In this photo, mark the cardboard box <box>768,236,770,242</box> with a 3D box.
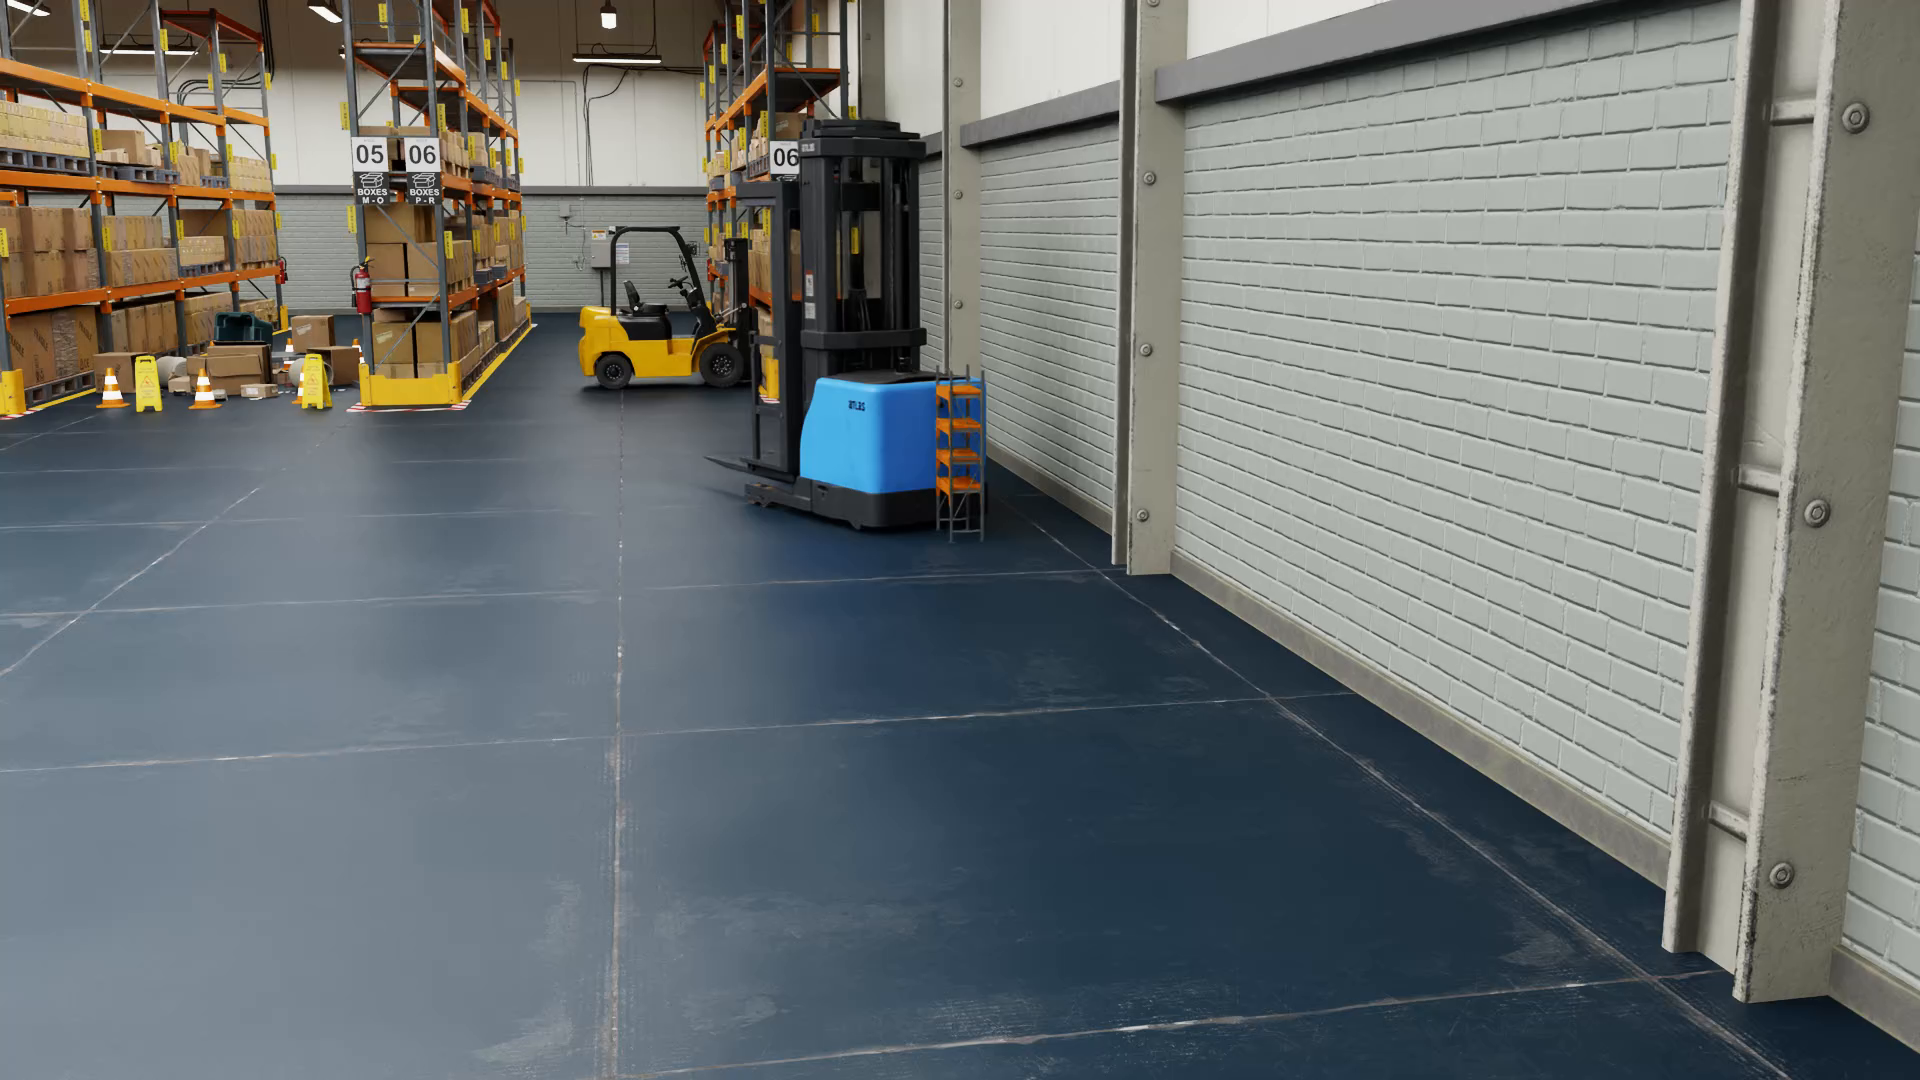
[{"bbox_3d":[-2.332,-3.997,21.875,0.380,0.149,0.250,-2,11,-10],"label":"cardboard box"}]

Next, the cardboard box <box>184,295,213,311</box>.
[{"bbox_3d":[-13.239,-4.087,28.705,0.500,0.250,0.500,-2,11,-11],"label":"cardboard box"}]

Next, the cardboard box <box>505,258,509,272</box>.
[{"bbox_3d":[-8.669,-5.113,30.939,0.500,0.250,0.500,-2,11,-12],"label":"cardboard box"}]

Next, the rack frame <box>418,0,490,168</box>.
[{"bbox_3d":[-8.324,-7.567,27.385,1.000,3.000,0.127,-2,11,-11],"label":"rack frame"}]

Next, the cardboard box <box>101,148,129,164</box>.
[{"bbox_3d":[-12.538,-5.701,24.575,0.396,0.266,0.258,-2,11,-11],"label":"cardboard box"}]

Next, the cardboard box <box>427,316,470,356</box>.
[{"bbox_3d":[-6.854,-2.727,22.225,0.500,0.500,0.500,-2,11,-10],"label":"cardboard box"}]

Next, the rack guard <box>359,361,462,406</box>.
[{"bbox_3d":[-6.783,-1.938,20.544,1.175,0.500,0.348,-2,11,-11],"label":"rack guard"}]

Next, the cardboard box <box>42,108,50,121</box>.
[{"bbox_3d":[-11.702,-5.351,20.913,0.380,0.149,0.250,-2,11,-10],"label":"cardboard box"}]

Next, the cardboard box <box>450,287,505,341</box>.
[{"bbox_3d":[-8.377,-3.912,28.786,0.875,0.875,0.875,-2,11,-12],"label":"cardboard box"}]

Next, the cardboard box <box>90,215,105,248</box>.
[{"bbox_3d":[-12.484,-4.319,23.423,0.700,0.500,0.500,-2,11,-12],"label":"cardboard box"}]

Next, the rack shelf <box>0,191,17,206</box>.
[{"bbox_3d":[-19.211,-6.480,31.621,1.077,0.370,4.000,-2,11,-11],"label":"rack shelf"}]

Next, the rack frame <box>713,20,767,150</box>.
[{"bbox_3d":[-4.234,-8.482,32.191,1.000,3.000,0.127,-2,11,-11],"label":"rack frame"}]

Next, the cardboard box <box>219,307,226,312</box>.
[{"bbox_3d":[-13.447,-3.912,29.792,0.500,0.500,0.500,-2,11,-12],"label":"cardboard box"}]

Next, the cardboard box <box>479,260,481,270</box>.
[{"bbox_3d":[-7.383,-4.128,24.911,0.380,0.149,0.250,-2,11,-10],"label":"cardboard box"}]

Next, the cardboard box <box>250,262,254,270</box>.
[{"bbox_3d":[-13.975,-5.335,32.376,0.380,0.149,0.250,-2,11,-8],"label":"cardboard box"}]

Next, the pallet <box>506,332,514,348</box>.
[{"bbox_3d":[-8.637,-3.620,30.154,1.003,0.211,1.213,-2,11,-11],"label":"pallet"}]

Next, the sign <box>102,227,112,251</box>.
[{"bbox_3d":[-11.837,-4.172,23.067,0.100,0.325,0.005,-2,11,-11],"label":"sign"}]

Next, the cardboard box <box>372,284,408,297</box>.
[{"bbox_3d":[-7.050,-3.090,20.580,0.380,0.149,0.250,-2,11,-9],"label":"cardboard box"}]

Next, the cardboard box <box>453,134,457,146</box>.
[{"bbox_3d":[-6.875,-5.297,22.020,0.380,0.149,0.250,-2,11,-10],"label":"cardboard box"}]

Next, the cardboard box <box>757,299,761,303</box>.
[{"bbox_3d":[-3.555,-4.440,30.829,0.380,0.149,0.250,-2,11,-11],"label":"cardboard box"}]

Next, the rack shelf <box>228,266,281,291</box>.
[{"bbox_3d":[-14.327,-5.168,32.751,1.077,0.370,4.000,-2,11,-11],"label":"rack shelf"}]

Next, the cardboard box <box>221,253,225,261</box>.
[{"bbox_3d":[-13.666,-5.172,30.396,0.380,0.149,0.250,-2,11,-12],"label":"cardboard box"}]

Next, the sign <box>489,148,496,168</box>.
[{"bbox_3d":[-7.791,-6.367,27.718,0.100,0.325,0.005,-2,11,-11],"label":"sign"}]

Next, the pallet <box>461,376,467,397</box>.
[{"bbox_3d":[-6.906,-1.947,21.360,1.003,0.211,1.213,-2,11,-11],"label":"pallet"}]

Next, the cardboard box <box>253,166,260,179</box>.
[{"bbox_3d":[-14.179,-7.271,32.916,0.500,0.250,0.500,-2,11,-10],"label":"cardboard box"}]

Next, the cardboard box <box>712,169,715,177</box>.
[{"bbox_3d":[-4.549,-7.022,31.827,0.380,0.149,0.250,-2,11,-10],"label":"cardboard box"}]

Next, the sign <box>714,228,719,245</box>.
[{"bbox_3d":[-4.764,-5.939,32.560,0.100,0.325,0.005,-2,11,-11],"label":"sign"}]

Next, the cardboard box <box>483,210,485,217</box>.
[{"bbox_3d":[-9.457,-6.356,32.389,0.380,0.149,0.250,-2,11,-11],"label":"cardboard box"}]

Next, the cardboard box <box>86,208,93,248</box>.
[{"bbox_3d":[-12.344,-4.223,22.571,0.875,0.550,0.550,-2,11,-11],"label":"cardboard box"}]

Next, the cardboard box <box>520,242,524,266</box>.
[{"bbox_3d":[-9.526,-6.057,35.231,0.500,0.500,0.500,-2,11,-11],"label":"cardboard box"}]

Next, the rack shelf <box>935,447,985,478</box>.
[{"bbox_3d":[-0.002,-0.546,11.718,0.258,0.148,0.480,-2,11,-11],"label":"rack shelf"}]

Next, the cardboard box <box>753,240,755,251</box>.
[{"bbox_3d":[-2.768,-4.225,23.869,0.380,0.149,0.250,-2,11,-10],"label":"cardboard box"}]

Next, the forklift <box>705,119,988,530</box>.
[{"bbox_3d":[-1.048,-1.739,12.996,1.130,2.935,3.031,-7,13,-34],"label":"forklift"}]

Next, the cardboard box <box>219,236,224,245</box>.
[{"bbox_3d":[-13.668,-5.463,30.336,0.380,0.149,0.250,-2,11,-8],"label":"cardboard box"}]

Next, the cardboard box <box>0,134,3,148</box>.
[{"bbox_3d":[-11.356,-4.634,19.280,0.380,0.149,0.250,-2,11,-11],"label":"cardboard box"}]

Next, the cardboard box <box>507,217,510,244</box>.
[{"bbox_3d":[-8.769,-5.821,31.315,0.500,0.500,0.500,-2,11,-9],"label":"cardboard box"}]

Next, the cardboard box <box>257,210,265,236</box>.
[{"bbox_3d":[-14.174,-6.312,33.100,0.500,0.500,0.500,-2,11,-8],"label":"cardboard box"}]

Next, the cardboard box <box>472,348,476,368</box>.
[{"bbox_3d":[-7.054,-2.546,23.279,0.500,0.250,0.500,-2,11,-13],"label":"cardboard box"}]

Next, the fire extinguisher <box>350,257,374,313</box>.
[{"bbox_3d":[-7.198,-3.077,20.046,0.296,0.674,0.183,-2,11,-11],"label":"fire extinguisher"}]

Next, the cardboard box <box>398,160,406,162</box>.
[{"bbox_3d":[-7.215,-4.875,20.872,0.500,0.250,0.500,-2,11,-12],"label":"cardboard box"}]

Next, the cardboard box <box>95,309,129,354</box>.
[{"bbox_3d":[-12.591,-2.899,23.800,1.050,0.750,0.750,-2,11,-11],"label":"cardboard box"}]

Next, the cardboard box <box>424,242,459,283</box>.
[{"bbox_3d":[-6.692,-3.540,21.208,0.500,0.500,0.500,-2,11,-9],"label":"cardboard box"}]

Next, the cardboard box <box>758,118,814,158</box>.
[{"bbox_3d":[-2.326,-5.376,22.236,0.700,0.500,0.500,-2,11,-11],"label":"cardboard box"}]

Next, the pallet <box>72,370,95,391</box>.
[{"bbox_3d":[-12.310,-2.175,22.561,1.003,0.211,1.213,-2,11,-11],"label":"pallet"}]

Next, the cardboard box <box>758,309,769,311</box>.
[{"bbox_3d":[-2.802,-3.220,24.147,0.500,0.250,0.500,-2,11,-11],"label":"cardboard box"}]

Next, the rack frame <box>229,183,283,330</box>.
[{"bbox_3d":[-14.716,-5.888,34.611,1.000,3.000,0.127,-2,11,-11],"label":"rack frame"}]

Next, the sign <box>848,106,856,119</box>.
[{"bbox_3d":[-1.354,-5.295,20.919,0.100,0.325,0.005,-2,11,-11],"label":"sign"}]

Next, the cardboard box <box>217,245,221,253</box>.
[{"bbox_3d":[-13.614,-5.270,30.114,0.380,0.149,0.250,-2,11,-11],"label":"cardboard box"}]

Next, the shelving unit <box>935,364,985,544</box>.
[{"bbox_3d":[-0.002,-0.613,11.706,0.258,1.200,0.503,-2,11,-11],"label":"shelving unit"}]

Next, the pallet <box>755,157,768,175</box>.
[{"bbox_3d":[-2.252,-5.119,22.781,1.003,0.211,1.213,-2,11,-11],"label":"pallet"}]

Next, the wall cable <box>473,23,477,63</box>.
[{"bbox_3d":[-12.780,-12.957,39.662,2.355,3.000,0.029,-2,11,-11],"label":"wall cable"}]

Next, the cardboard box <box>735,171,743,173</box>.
[{"bbox_3d":[-3.761,-6.453,28.890,0.380,0.149,0.250,-2,11,-10],"label":"cardboard box"}]

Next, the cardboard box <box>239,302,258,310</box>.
[{"bbox_3d":[-14.080,-4.611,32.811,0.380,0.149,0.250,-2,11,-11],"label":"cardboard box"}]

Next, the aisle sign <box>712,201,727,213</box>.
[{"bbox_3d":[-5.313,-7.547,36.373,0.394,0.787,0.004,-2,11,-11],"label":"aisle sign"}]

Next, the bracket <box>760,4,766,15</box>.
[{"bbox_3d":[-3.752,-10.321,32.230,0.235,0.232,0.430,-2,11,-11],"label":"bracket"}]
